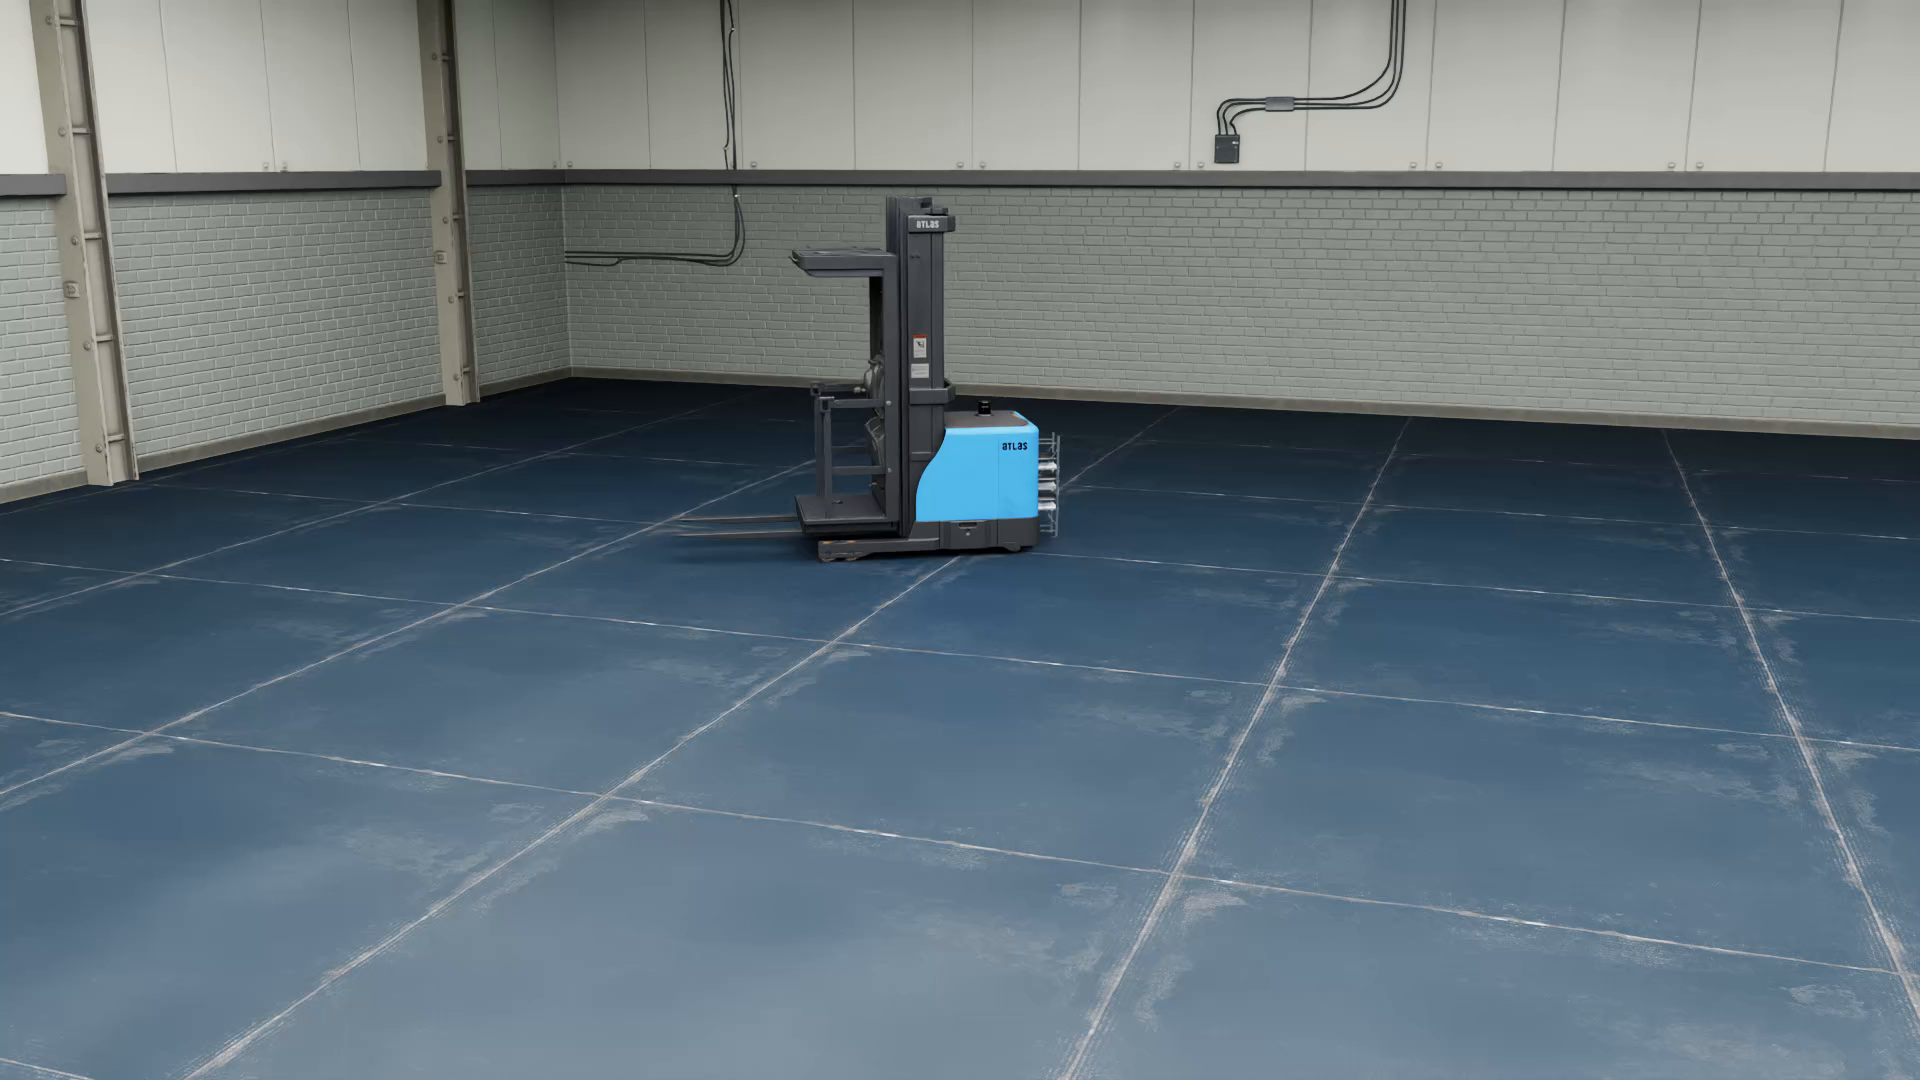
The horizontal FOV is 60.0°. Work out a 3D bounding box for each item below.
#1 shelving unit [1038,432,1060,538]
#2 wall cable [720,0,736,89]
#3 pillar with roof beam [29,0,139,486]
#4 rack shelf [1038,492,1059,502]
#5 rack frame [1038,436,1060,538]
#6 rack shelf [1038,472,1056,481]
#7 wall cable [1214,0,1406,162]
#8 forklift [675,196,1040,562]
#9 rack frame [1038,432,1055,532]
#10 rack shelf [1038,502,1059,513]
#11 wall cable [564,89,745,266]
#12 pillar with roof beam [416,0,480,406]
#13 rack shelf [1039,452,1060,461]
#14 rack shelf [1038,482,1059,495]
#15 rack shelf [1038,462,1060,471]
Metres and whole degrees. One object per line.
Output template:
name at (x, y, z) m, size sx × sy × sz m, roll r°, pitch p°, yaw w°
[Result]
shelving unit at (0.723, -0.482, 14.571) m, size 0.258 × 0.900 × 0.210 m, roll -2°, pitch 13°, yaw -9°
wall cable at (-2.018, -7.531, 22.889) m, size 3.097 × 2.526 × 0.112 m, roll 4°, pitch 14°, yaw 18°
pillar with roof beam at (-4.650, -4.679, 14.765) m, size 9.100 × 9.000 × 0.400 m, roll 4°, pitch 14°, yaw 18°
rack shelf at (0.722, -0.362, 14.599) m, size 0.258 × 0.077 × 0.200 m, roll -2°, pitch 13°, yaw -9°
rack frame at (0.739, -0.459, 14.473) m, size 0.240 × 0.900 × 0.006 m, roll -2°, pitch 13°, yaw -9°
rack shelf at (0.723, -0.537, 14.559) m, size 0.258 × 0.077 × 0.200 m, roll -2°, pitch 13°, yaw -9°
wall cable at (4.400, -7.748, 20.571) m, size 2.305 × 6.003 × 0.169 m, roll 4°, pitch 14°, yaw 18°
forklift at (-0.894, -1.376, 13.928) m, size 3.031 × 2.935 × 1.130 m, roll -2°, pitch 13°, yaw -9°
rack frame at (0.707, -0.504, 14.669) m, size 0.240 × 0.900 × 0.006 m, roll -2°, pitch 13°, yaw -9°
rack shelf at (0.721, -0.274, 14.619) m, size 0.258 × 0.077 × 0.200 m, roll -2°, pitch 13°, yaw -9°
wall cable at (-4.578, -5.263, 24.304) m, size 3.097 × 2.526 × 0.112 m, roll 4°, pitch 14°, yaw 18°
pillar with roof beam at (-2.709, -5.942, 20.300) m, size 9.100 × 9.000 × 0.400 m, roll 4°, pitch 14°, yaw 18°
rack shelf at (0.725, -0.713, 14.519) m, size 0.258 × 0.077 × 0.200 m, roll -2°, pitch 13°, yaw -9°
rack shelf at (0.723, -0.449, 14.579) m, size 0.258 × 0.077 × 0.200 m, roll -2°, pitch 13°, yaw -9°
rack shelf at (0.724, -0.625, 14.539) m, size 0.258 × 0.077 × 0.200 m, roll -2°, pitch 13°, yaw -9°
